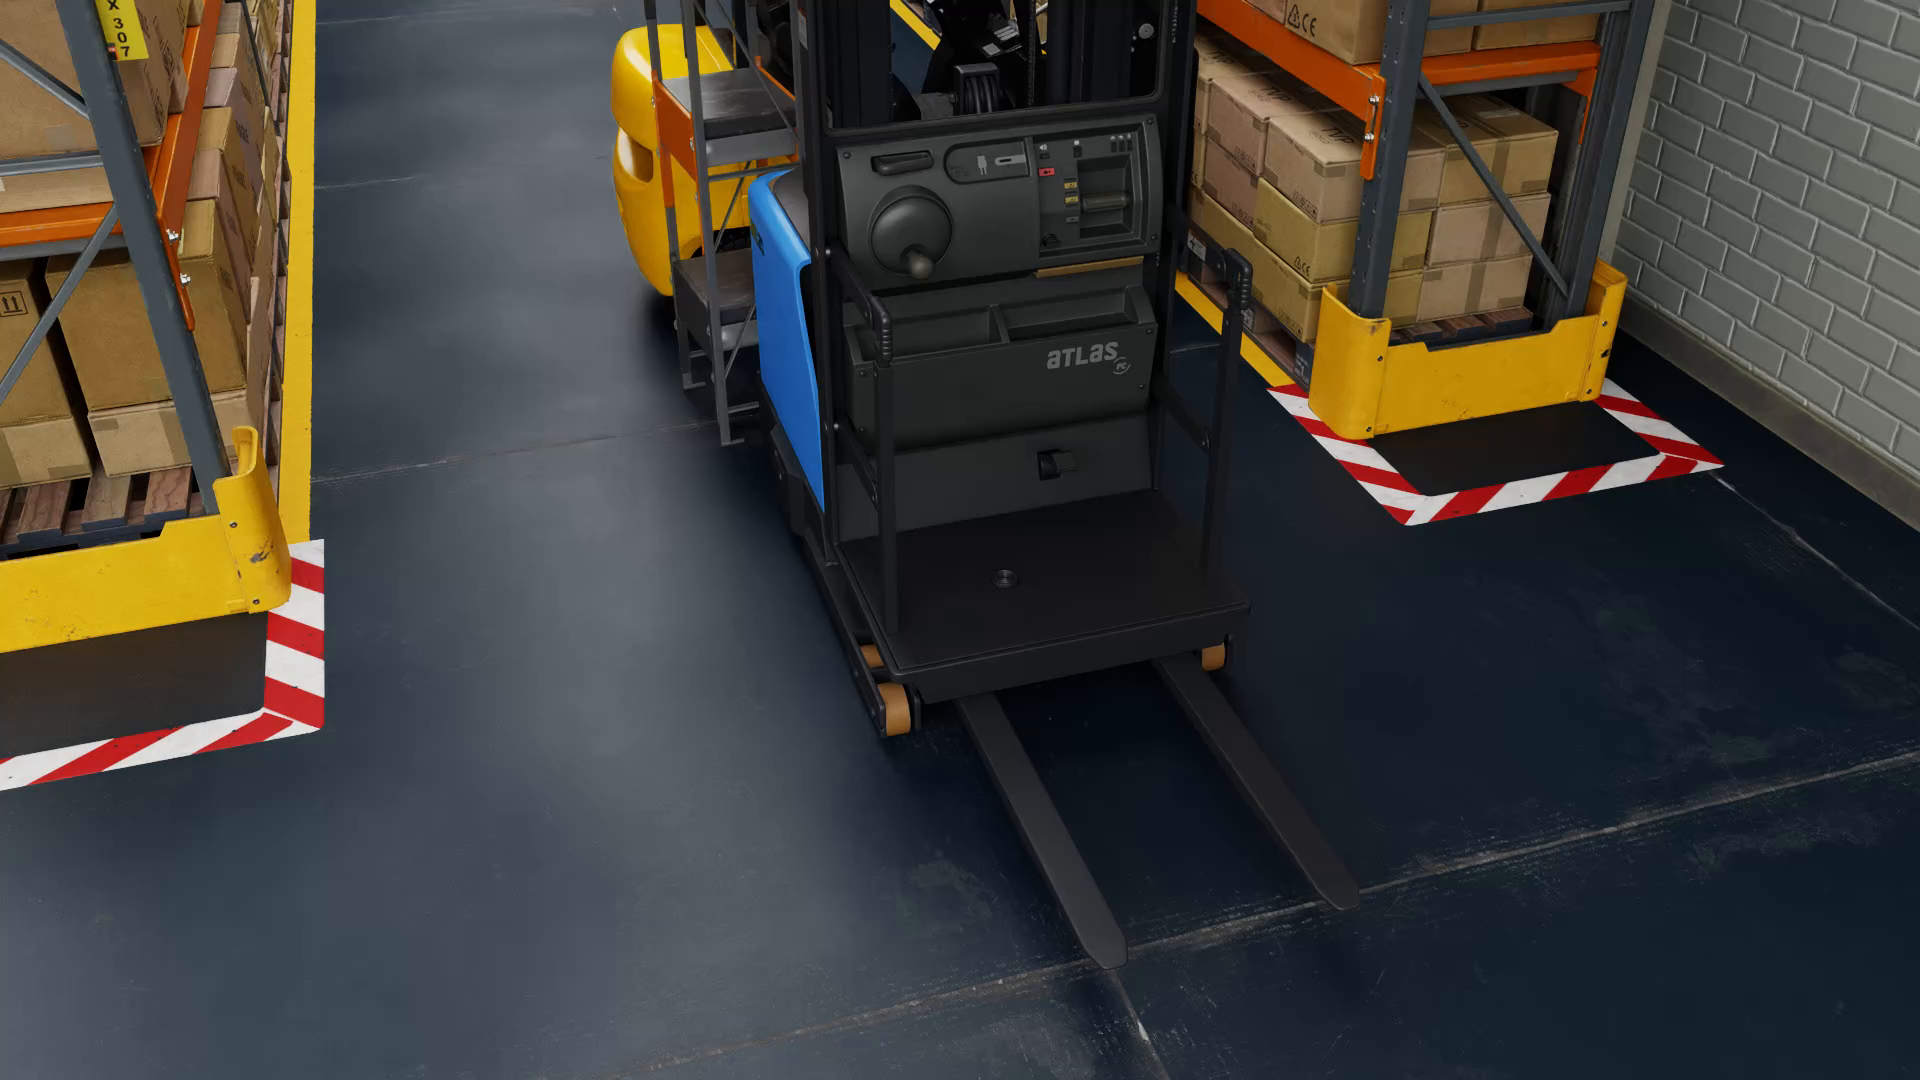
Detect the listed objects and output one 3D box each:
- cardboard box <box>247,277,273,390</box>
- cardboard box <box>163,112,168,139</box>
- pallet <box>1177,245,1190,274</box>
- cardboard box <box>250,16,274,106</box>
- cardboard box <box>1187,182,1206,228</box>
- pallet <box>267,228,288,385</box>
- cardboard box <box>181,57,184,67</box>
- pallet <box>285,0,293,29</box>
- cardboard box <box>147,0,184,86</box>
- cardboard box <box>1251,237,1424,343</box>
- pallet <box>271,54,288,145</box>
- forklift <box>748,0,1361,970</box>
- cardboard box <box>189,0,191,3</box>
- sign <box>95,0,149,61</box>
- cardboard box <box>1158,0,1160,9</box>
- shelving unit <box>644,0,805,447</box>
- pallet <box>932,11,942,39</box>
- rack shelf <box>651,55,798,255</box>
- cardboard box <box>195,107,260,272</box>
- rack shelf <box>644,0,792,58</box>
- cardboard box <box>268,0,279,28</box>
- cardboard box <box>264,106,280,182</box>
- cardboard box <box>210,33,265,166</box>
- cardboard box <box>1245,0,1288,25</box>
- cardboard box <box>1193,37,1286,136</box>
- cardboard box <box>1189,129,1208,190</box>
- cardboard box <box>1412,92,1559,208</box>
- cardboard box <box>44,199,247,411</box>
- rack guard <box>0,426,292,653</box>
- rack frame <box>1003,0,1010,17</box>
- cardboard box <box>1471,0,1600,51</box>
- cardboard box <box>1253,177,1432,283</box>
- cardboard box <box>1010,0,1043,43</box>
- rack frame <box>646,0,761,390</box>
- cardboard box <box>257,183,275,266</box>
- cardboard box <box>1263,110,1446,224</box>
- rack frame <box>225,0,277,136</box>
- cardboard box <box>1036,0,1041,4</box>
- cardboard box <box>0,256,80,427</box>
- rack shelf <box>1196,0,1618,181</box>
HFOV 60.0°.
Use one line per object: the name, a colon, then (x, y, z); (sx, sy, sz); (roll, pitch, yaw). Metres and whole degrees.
cardboard box: (-2.902, -0.754, 6.284); (0.500, 0.250, 0.500); (-9, 34, -13)
cardboard box: (-2.771, -1.378, 5.343); (0.380, 0.149, 0.250); (-11, 35, -16)
pallet: (1.314, -1.694, 8.122); (1.003, 0.211, 1.213); (-10, 35, -15)
cardboard box: (-4.153, -2.441, 8.725); (0.950, 0.372, 0.625); (-10, 35, -14)
cardboard box: (1.224, -1.572, 7.521); (0.500, 0.250, 0.500); (-10, 35, -14)
pallet: (-3.377, -0.935, 6.974); (1.003, 0.211, 1.213); (-10, 35, -15)
cardboard box: (-2.916, -1.649, 5.753); (0.380, 0.149, 0.250); (-9, 35, -13)
pallet: (-4.974, -3.613, 11.026); (1.003, 0.211, 1.213); (-10, 35, -15)
cardboard box: (-2.812, -1.719, 5.271); (0.500, 0.500, 0.500); (-9, 35, -13)
cardboard box: (1.511, -1.045, 6.724); (0.500, 0.250, 0.500); (-10, 35, -14)
pallet: (-4.230, -2.332, 9.088); (1.003, 0.211, 1.213); (-10, 35, -15)
forklift: (0.190, -0.895, 4.446); (1.130, 2.935, 3.031); (-10, 35, -15)
cardboard box: (-3.132, -2.252, 6.077); (0.500, 0.500, 0.500); (-11, 35, -16)
sign: (-2.254, -1.439, 4.422); (0.100, 0.325, 0.005); (-10, 35, -15)
cardboard box: (0.893, -2.533, 8.068); (0.500, 0.250, 0.500); (-9, 34, -13)
shelving unit: (-0.817, -1.397, 5.955); (0.431, 2.100, 0.503); (-14, 37, -20)
pallet: (0.473, -3.141, 10.311); (1.003, 0.211, 1.213); (-10, 35, -15)
rack shelf: (-0.817, -1.385, 5.963); (0.431, 0.518, 0.480); (-14, 37, -20)
cardboard box: (-3.070, -1.349, 6.503); (0.500, 0.500, 0.500); (-9, 35, -14)
rack shelf: (-0.815, -1.966, 5.572); (0.431, 0.518, 0.480); (-14, 37, -20)
cardboard box: (-4.589, -3.182, 9.848); (0.950, 0.372, 0.625); (-9, 34, -13)
cardboard box: (-3.555, -1.850, 7.942); (0.500, 0.250, 0.500); (-8, 34, -13)
cardboard box: (-3.398, -1.896, 7.331); (0.500, 0.500, 0.500); (-9, 35, -14)
cardboard box: (1.406, -2.353, 6.500); (0.500, 0.500, 0.500); (-9, 34, -13)
cardboard box: (1.193, -1.988, 7.244); (0.500, 0.250, 0.500); (-10, 35, -14)
cardboard box: (1.189, -1.796, 7.406); (0.500, 0.250, 0.500); (-11, 35, -16)
cardboard box: (1.989, -1.553, 6.585); (0.500, 0.250, 0.500); (-11, 35, -15)
cardboard box: (-2.761, -0.810, 5.688); (0.500, 0.500, 0.500); (-11, 35, -16)
rack guard: (-2.794, 0.016, 5.272); (1.175, 0.500, 0.348); (-10, 35, -15)
rack frame: (0.735, -3.924, 8.967); (1.000, 3.000, 0.127); (-10, 35, -15)
cardboard box: (2.069, -2.172, 6.225); (0.500, 0.500, 0.500); (-9, 34, -13)
cardboard box: (1.509, -1.263, 6.600); (0.500, 0.250, 0.500); (-10, 35, -15)
cardboard box: (0.589, -2.854, 9.008); (0.500, 0.250, 0.500); (-10, 35, -15)
rack frame: (-0.919, -1.521, 6.139); (0.400, 2.100, 0.015); (-14, 37, -20)
cardboard box: (-3.232, -1.304, 7.116); (0.500, 0.250, 0.500); (-9, 35, -14)
cardboard box: (1.518, -1.458, 6.442); (0.500, 0.250, 0.500); (-9, 34, -13)
rack frame: (-3.991, -3.087, 7.701); (1.000, 3.000, 0.127); (-10, 35, -15)
cardboard box: (0.584, -3.062, 8.869); (0.500, 0.250, 0.500); (-11, 35, -15)
cardboard box: (-3.263, -0.704, 5.528); (0.500, 0.500, 0.500); (-10, 35, -14)
rack shelf: (1.345, -2.573, 7.576); (1.077, 0.370, 4.000); (-10, 35, -15)
